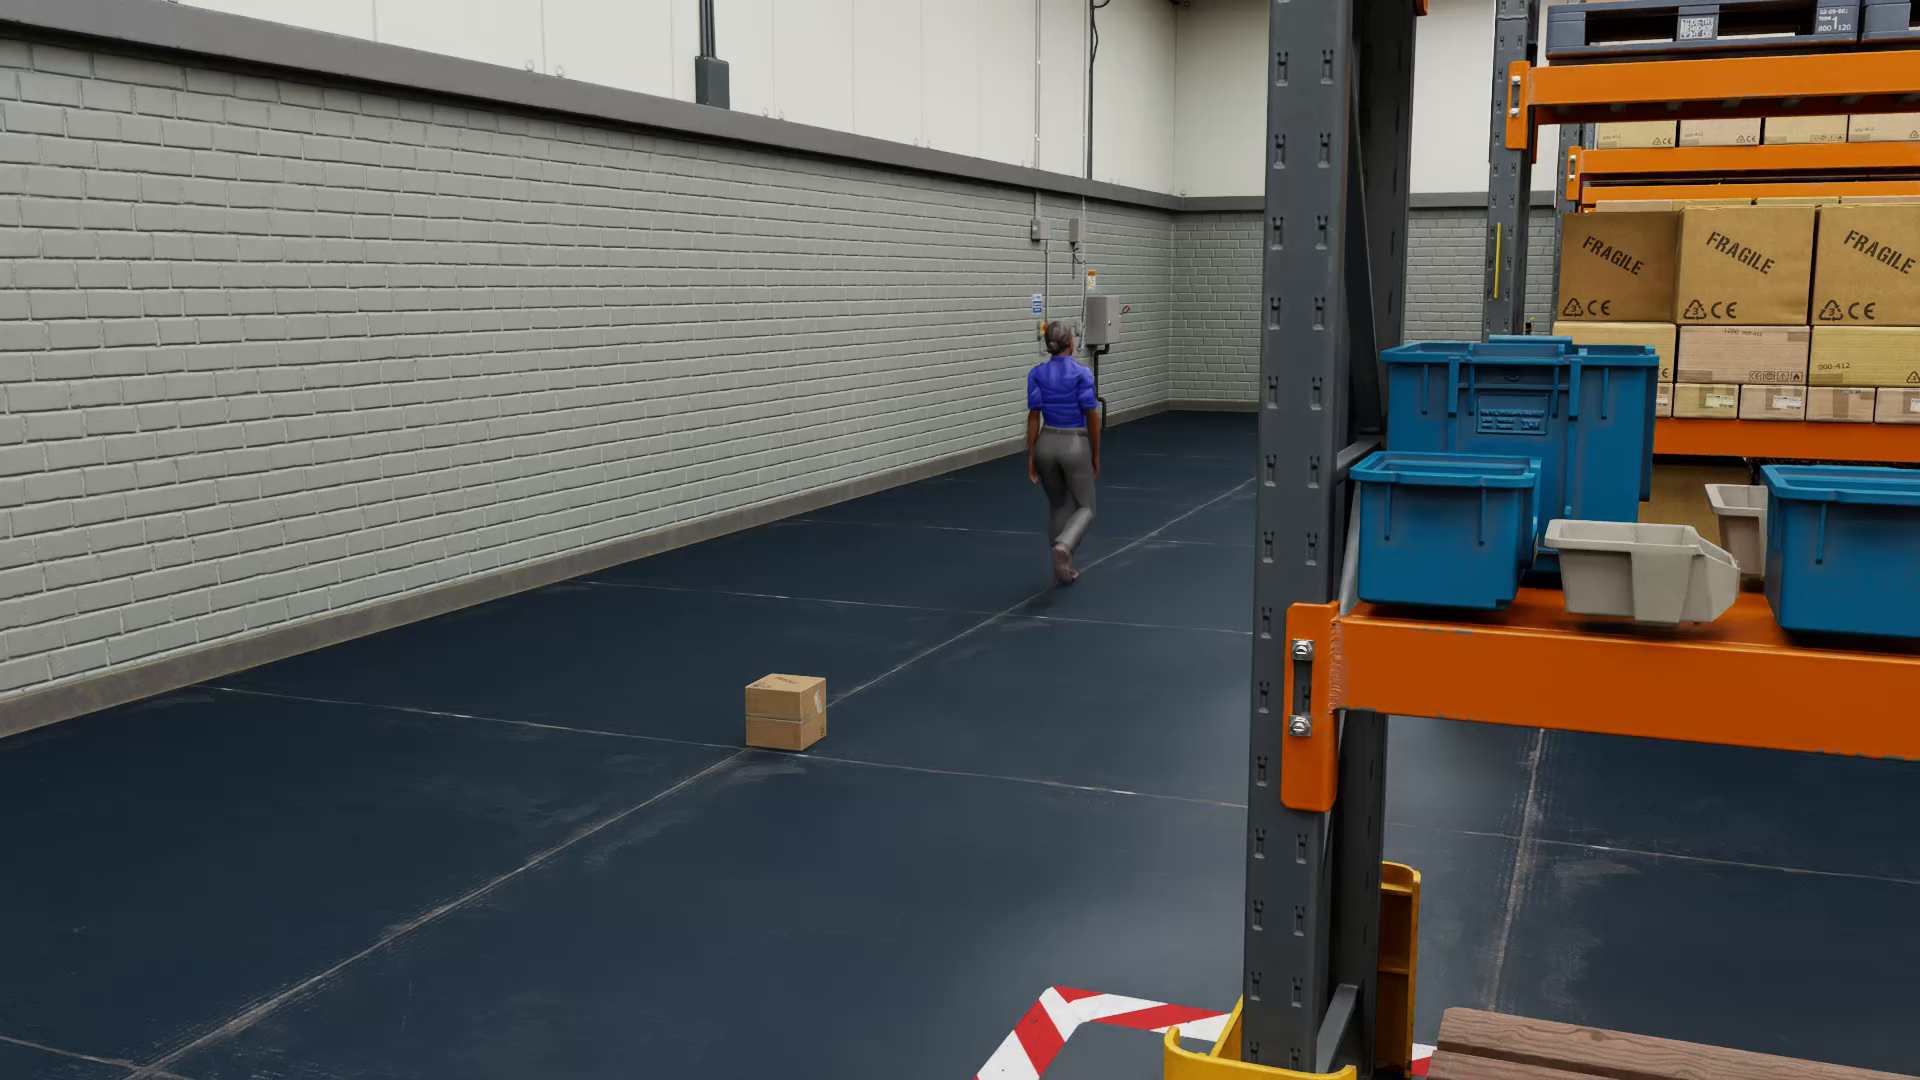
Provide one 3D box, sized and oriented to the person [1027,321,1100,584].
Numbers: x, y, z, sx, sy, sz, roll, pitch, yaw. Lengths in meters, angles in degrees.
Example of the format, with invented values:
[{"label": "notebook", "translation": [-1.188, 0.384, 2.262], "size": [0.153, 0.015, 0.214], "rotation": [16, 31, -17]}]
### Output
[{"label": "person", "translation": [0.629, -0.522, 10.178], "size": [0.450, 1.628, 0.723], "rotation": [4, 10, 24]}]
